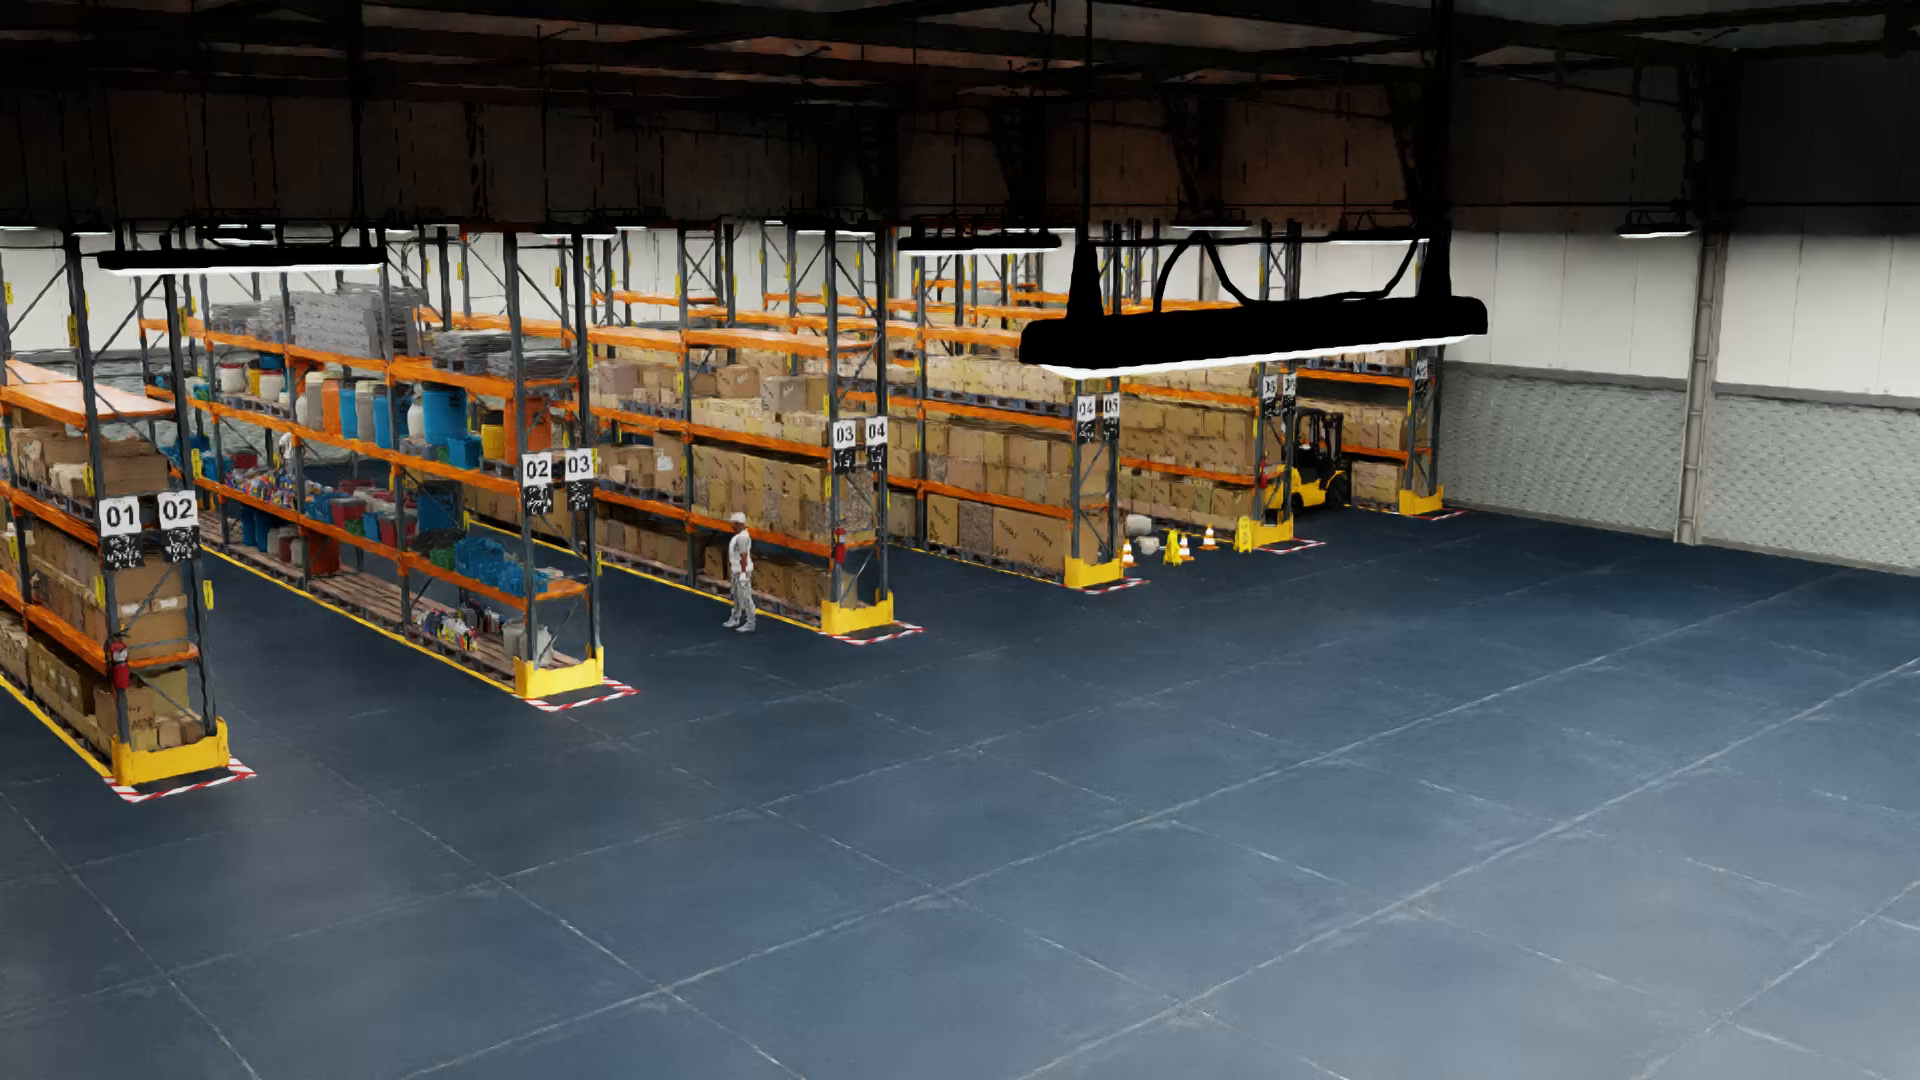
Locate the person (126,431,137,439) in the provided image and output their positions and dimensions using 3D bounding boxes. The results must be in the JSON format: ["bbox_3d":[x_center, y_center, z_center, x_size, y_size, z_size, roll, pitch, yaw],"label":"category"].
[{"bbox_3d":[-16.861,-1.334,34.158,0.628,1.725,0.628,3,12,15],"label":"person"}]

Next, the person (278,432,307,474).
[{"bbox_3d":[-14.789,-1.835,36.885,0.592,1.625,0.526,-11,16,-43],"label":"person"}]

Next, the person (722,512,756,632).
[{"bbox_3d":[-3.344,0.461,24.997,0.493,1.785,0.616,-2,12,-11],"label":"person"}]
